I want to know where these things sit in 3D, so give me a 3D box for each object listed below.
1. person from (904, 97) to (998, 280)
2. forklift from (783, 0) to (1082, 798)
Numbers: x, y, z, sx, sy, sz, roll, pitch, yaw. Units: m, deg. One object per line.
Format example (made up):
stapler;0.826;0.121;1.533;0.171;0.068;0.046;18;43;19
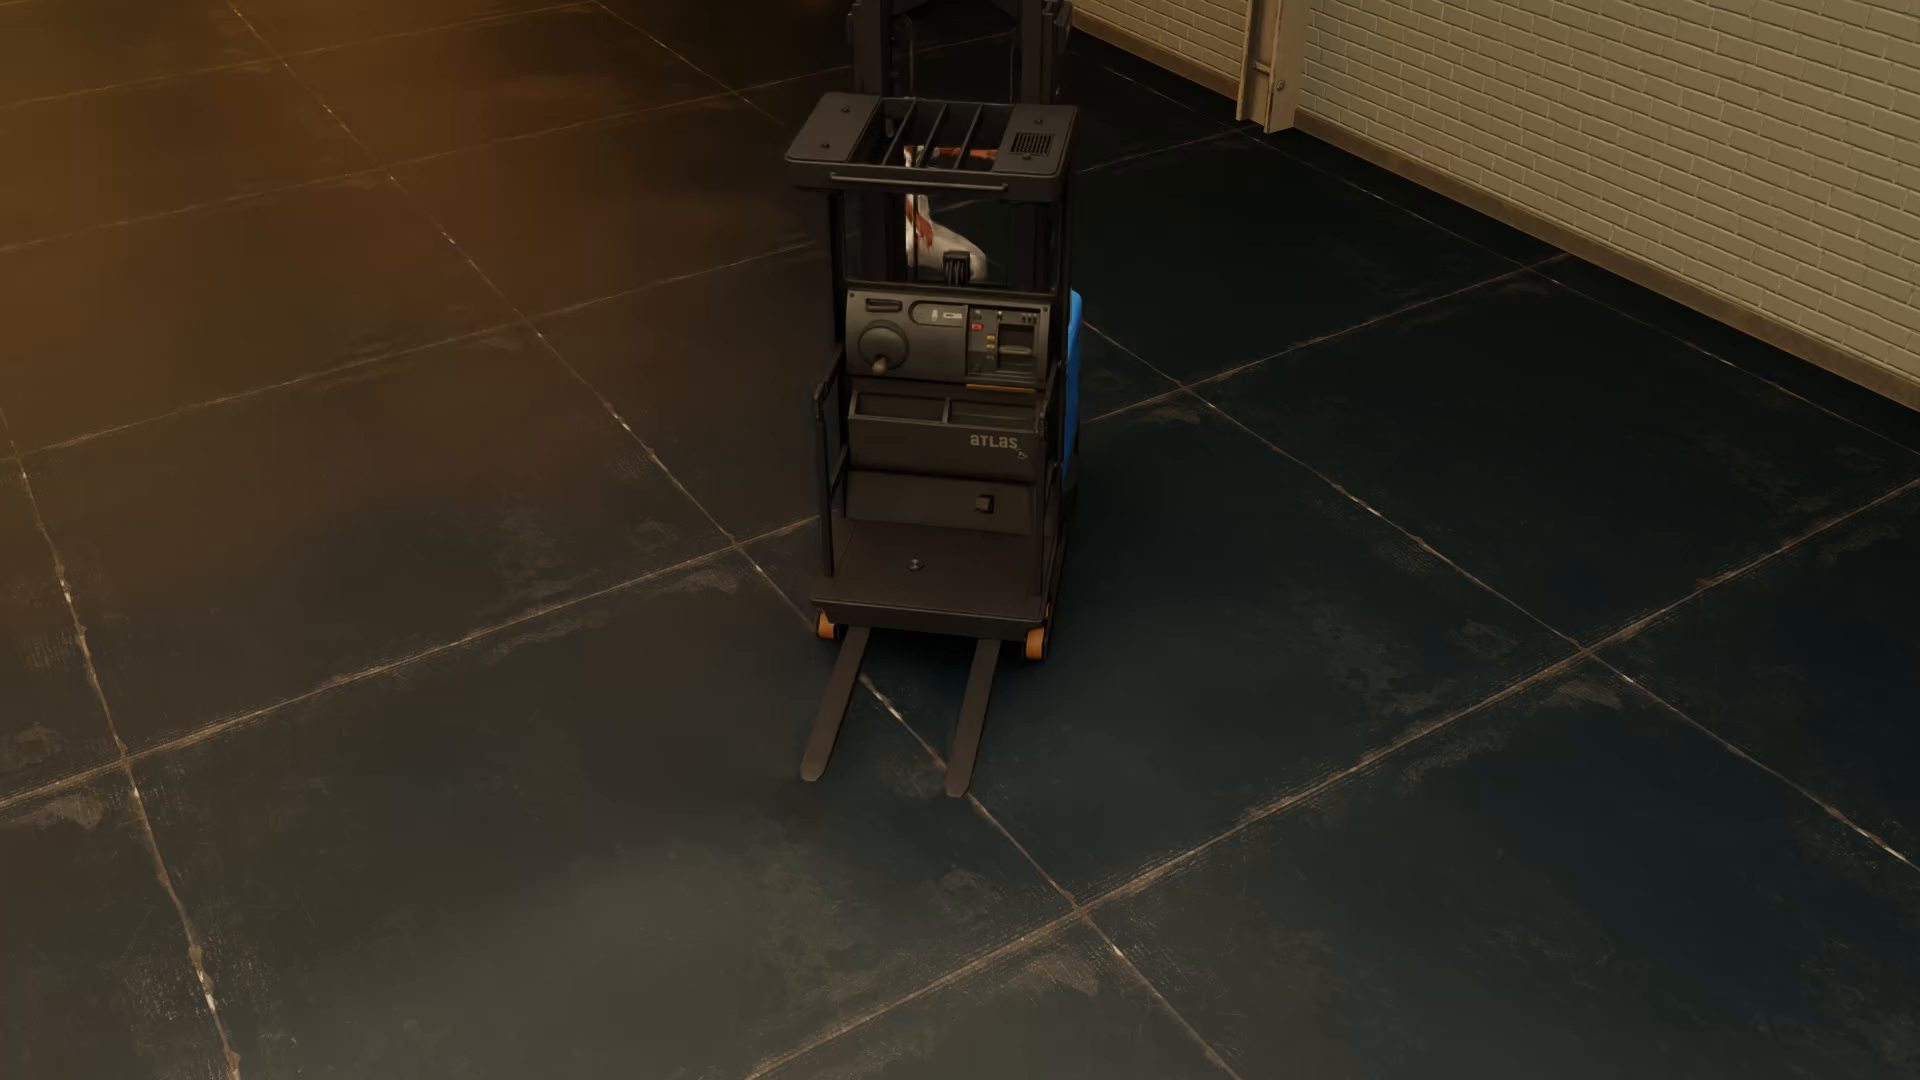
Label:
person;-0.086;-1.894;10.071;0.873;1.533;1.125;2;35;3
forklift;-0.089;-0.851;7.359;1.130;2.935;3.031;5;35;7
